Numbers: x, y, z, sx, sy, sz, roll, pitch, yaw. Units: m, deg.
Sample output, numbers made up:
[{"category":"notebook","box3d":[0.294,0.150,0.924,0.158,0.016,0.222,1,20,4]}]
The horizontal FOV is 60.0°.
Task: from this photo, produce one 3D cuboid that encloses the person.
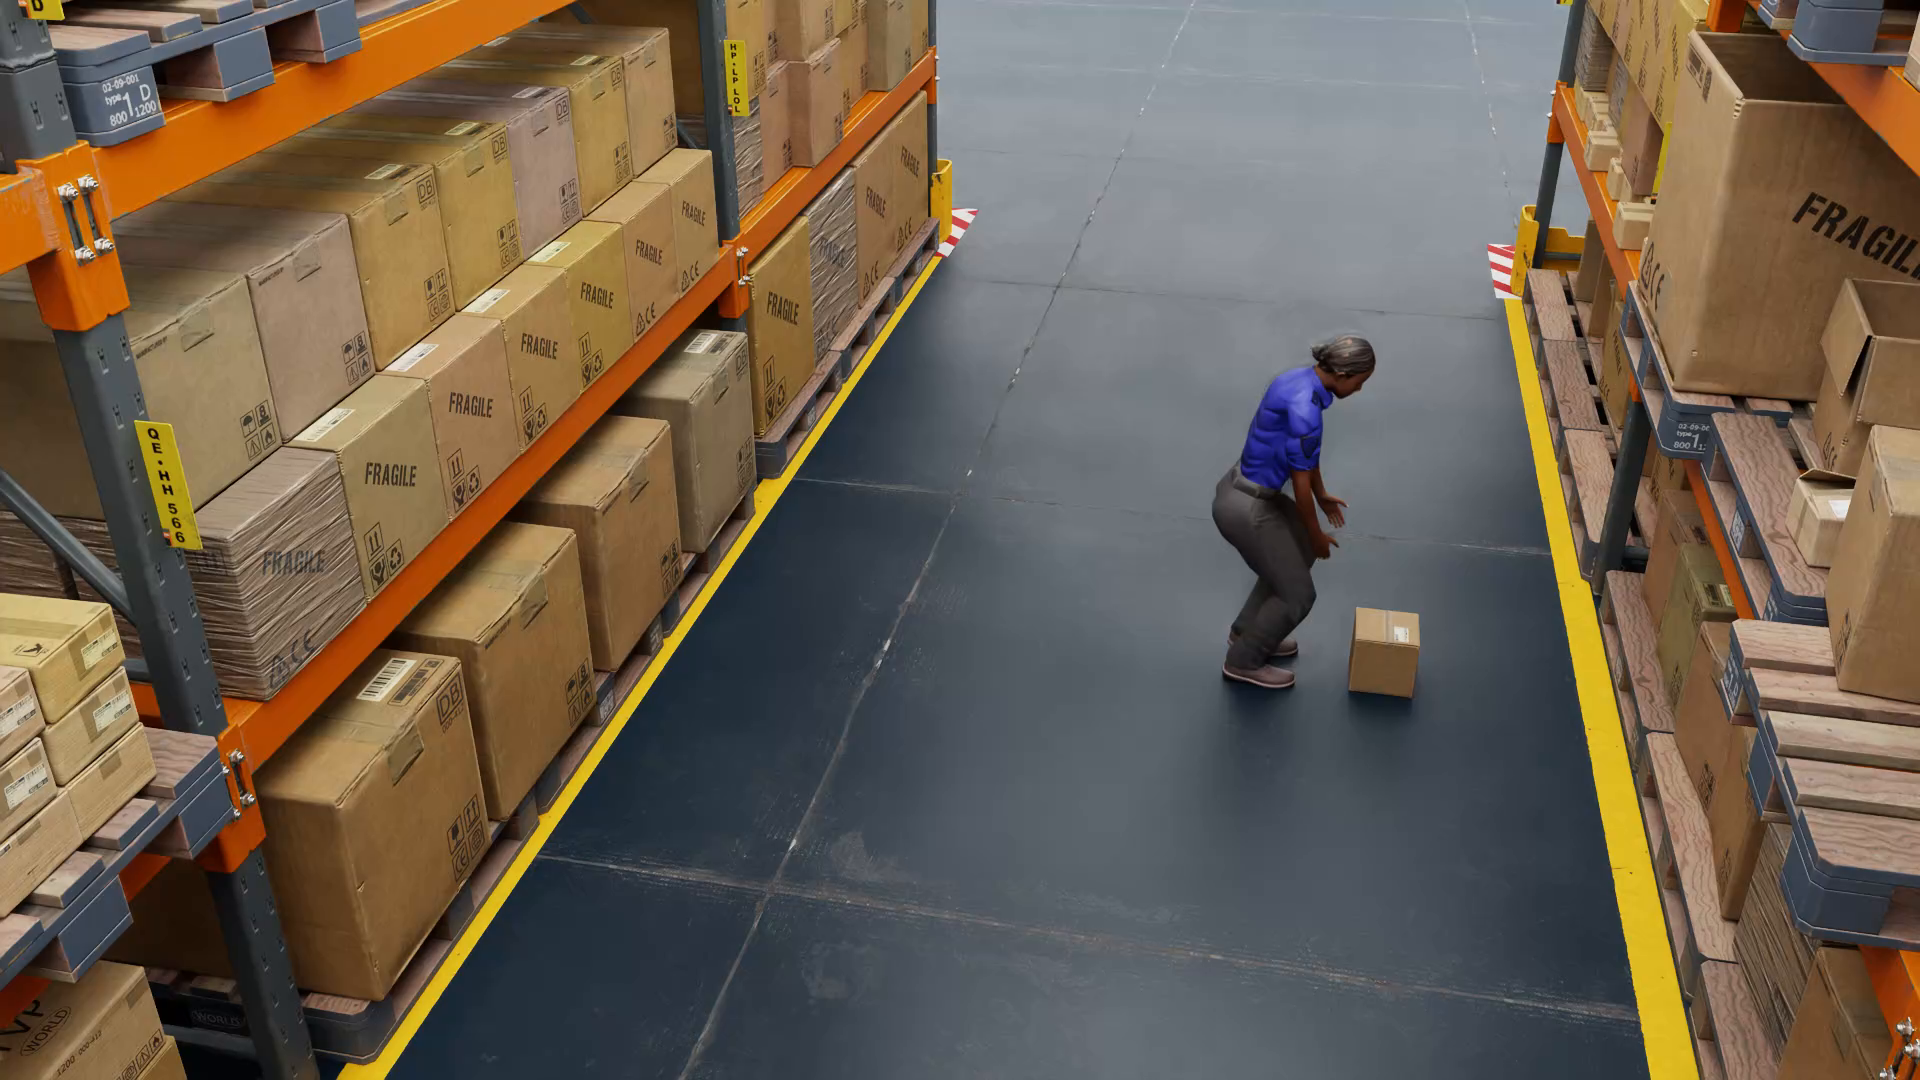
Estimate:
[{"category":"person","box3d":[1.284,-0.133,6.585,0.556,1.464,0.490,6,30,11]}]
